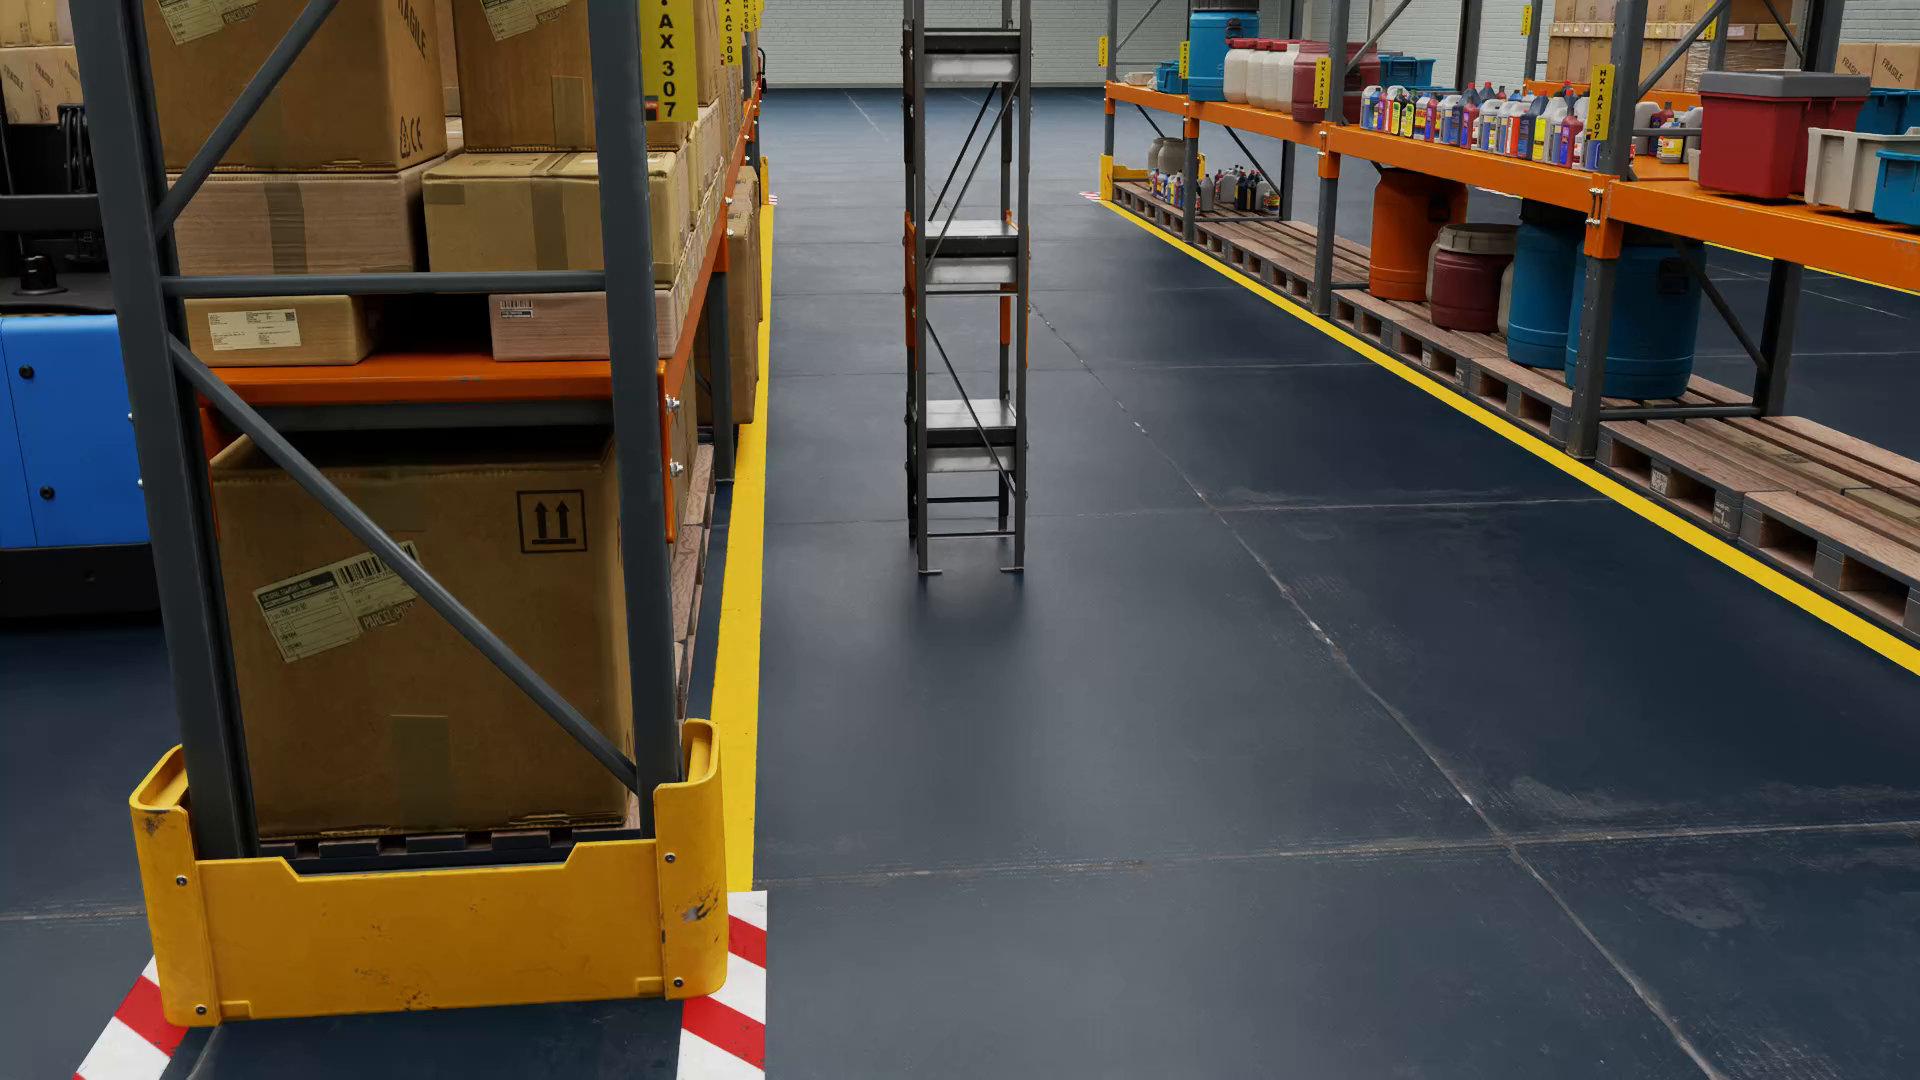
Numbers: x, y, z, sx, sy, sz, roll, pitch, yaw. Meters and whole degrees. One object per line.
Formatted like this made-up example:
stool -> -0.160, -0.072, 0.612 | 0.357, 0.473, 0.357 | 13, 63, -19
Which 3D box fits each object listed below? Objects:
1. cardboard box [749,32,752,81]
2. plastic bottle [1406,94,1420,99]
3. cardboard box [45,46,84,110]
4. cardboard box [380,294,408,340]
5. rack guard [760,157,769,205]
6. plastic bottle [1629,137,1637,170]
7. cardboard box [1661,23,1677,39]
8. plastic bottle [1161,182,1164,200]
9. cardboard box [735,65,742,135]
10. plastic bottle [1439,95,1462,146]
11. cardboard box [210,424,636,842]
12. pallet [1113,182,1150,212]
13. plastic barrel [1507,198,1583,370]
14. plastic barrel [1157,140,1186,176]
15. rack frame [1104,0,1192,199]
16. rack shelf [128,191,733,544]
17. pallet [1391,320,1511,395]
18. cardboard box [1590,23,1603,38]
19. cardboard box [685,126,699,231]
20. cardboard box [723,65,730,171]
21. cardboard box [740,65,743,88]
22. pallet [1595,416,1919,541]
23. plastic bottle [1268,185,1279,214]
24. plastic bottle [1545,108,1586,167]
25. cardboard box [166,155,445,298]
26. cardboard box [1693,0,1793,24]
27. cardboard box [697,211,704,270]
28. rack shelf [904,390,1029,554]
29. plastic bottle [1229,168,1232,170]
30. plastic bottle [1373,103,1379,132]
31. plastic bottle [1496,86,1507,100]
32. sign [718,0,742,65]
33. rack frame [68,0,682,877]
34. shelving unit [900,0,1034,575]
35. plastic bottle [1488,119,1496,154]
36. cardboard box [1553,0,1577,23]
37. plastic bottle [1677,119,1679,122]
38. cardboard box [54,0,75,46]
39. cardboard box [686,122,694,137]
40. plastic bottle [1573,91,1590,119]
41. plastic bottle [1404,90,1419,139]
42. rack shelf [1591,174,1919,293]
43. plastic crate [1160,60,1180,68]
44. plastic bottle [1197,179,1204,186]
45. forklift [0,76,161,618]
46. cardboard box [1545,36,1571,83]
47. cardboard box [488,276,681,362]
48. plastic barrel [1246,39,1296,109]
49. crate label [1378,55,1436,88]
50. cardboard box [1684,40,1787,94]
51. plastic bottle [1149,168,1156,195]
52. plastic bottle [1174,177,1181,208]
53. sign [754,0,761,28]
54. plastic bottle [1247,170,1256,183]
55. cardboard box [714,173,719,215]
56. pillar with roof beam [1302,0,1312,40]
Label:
cardboard box -> -2.329, -4.394, 15.002 | 0.875, 0.500, 0.500 | -2, 18, -6
plastic bottle -> 2.811, -2.658, 10.351 | 0.097, 0.271, 0.097 | 0, 17, 0
cardboard box -> -6.809, -3.394, 12.312 | 0.500, 0.500, 0.500 | -2, 18, -6
cardboard box -> -1.499, -0.547, 3.830 | 0.380, 0.149, 0.250 | -2, 18, -5
rack guard -> -2.749, -4.045, 18.727 | 1.175, 0.500, 0.348 | -2, 18, -6
plastic bottle -> 3.168, -1.860, 7.926 | 0.097, 0.201, 0.097 | 0, 17, 0
cardboard box -> 7.188, -5.035, 16.457 | 0.380, 0.149, 0.250 | -2, 18, -6
plastic bottle -> 2.103, -3.577, 17.000 | 0.097, 0.201, 0.097 | 0, 17, 0
cardboard box -> -1.634, -2.785, 10.374 | 0.500, 0.500, 0.500 | -1, 17, -4
plastic bottle -> 2.861, -2.419, 9.580 | 0.152, 0.276, 0.135 | -2, 18, -6
cardboard box -> -1.252, 0.132, 4.096 | 0.875, 0.875, 0.875 | -2, 18, -6
pallet -> 2.303, -3.820, 18.491 | 1.003, 0.211, 1.213 | -2, 18, -6
plastic barrel -> 3.296, -1.411, 8.966 | 0.600, 0.901, 0.708 | -2, 18, -6
plastic barrel -> 2.366, -4.084, 18.129 | 0.421, 0.512, 0.421 | 0, 17, 0
rack frame -> 2.170, -5.413, 18.912 | 1.000, 3.000, 0.127 | -2, 18, -6
rack shelf -> -1.312, -0.746, 5.247 | 1.077, 0.370, 4.000 | -2, 18, -6
pallet -> 3.241, -1.103, 9.839 | 1.003, 0.211, 1.213 | -2, 18, -6
cardboard box -> 7.032, -5.491, 17.911 | 0.380, 0.149, 0.250 | -2, 18, -7
cardboard box -> -0.996, -1.020, 4.671 | 0.500, 0.250, 0.500 | -2, 18, -7
cardboard box -> -1.370, -2.027, 7.960 | 0.500, 0.500, 0.500 | -2, 18, -6
cardboard box -> -1.875, -3.512, 12.405 | 0.500, 0.250, 0.500 | -2, 18, -7
pallet -> 3.522, -0.290, 7.248 | 1.003, 0.211, 1.213 | -2, 18, -6
plastic bottle -> 2.986, -3.238, 15.804 | 0.097, 0.271, 0.097 | 0, 17, 0
plastic bottle -> 3.008, -1.995, 8.232 | 0.152, 0.276, 0.135 | -2, 18, -6
cardboard box -> -1.420, -0.700, 3.652 | 0.500, 0.250, 0.500 | -2, 18, -7
cardboard box -> 7.458, -5.172, 15.811 | 0.700, 0.500, 0.500 | -2, 18, -5
cardboard box -> -0.950, -0.872, 4.868 | 0.380, 0.149, 0.250 | -2, 18, -6
rack shelf -> 0.017, -0.272, 6.419 | 0.431, 0.518, 0.480 | -2, 18, -6
plastic bottle -> 2.826, -3.759, 17.444 | 0.061, 0.283, 0.133 | -1, 17, -4
plastic bottle -> 2.713, -2.732, 10.702 | 0.097, 0.201, 0.097 | 0, 17, 0
plastic bottle -> 3.485, -2.798, 10.777 | 0.061, 0.283, 0.133 | -2, 18, -6
sign -> -0.967, -2.154, 6.951 | 0.100, 0.325, 0.005 | -2, 18, -6
rack frame -> -1.106, -0.493, 3.241 | 1.000, 3.000, 0.127 | -2, 18, -6
shelving unit -> 0.017, -0.952, 6.205 | 0.431, 2.100, 0.503 | -2, 18, -6
plastic bottle -> 2.903, -2.184, 8.956 | 0.097, 0.201, 0.097 | 0, 17, 0
cardboard box -> 7.138, -6.077, 18.692 | 0.700, 0.500, 0.500 | -2, 18, -5
plastic bottle -> 3.706, -2.066, 8.583 | 0.097, 0.201, 0.097 | 0, 17, 0
cardboard box -> -7.124, -4.019, 12.634 | 0.700, 0.500, 0.500 | -2, 18, -5
cardboard box -> -0.998, -1.376, 4.554 | 0.500, 0.500, 0.500 | -2, 18, -7
plastic bottle -> 3.131, -2.083, 8.386 | 0.144, 0.351, 0.185 | -2, 18, -6
plastic bottle -> 2.758, -2.587, 10.105 | 0.061, 0.283, 0.133 | -2, 18, -6
rack shelf -> 3.614, -0.899, 5.734 | 1.077, 0.370, 4.000 | -2, 18, -6
plastic crate -> 2.519, -5.203, 18.489 | 0.499, 0.251, 0.616 | -2, 18, -6
plastic bottle -> 2.355, -3.384, 16.262 | 0.152, 0.276, 0.135 | -2, 18, -6
forklift -> -3.323, -1.521, 6.629 | 1.130, 2.935, 3.031 | -3, 18, -9
cardboard box -> 7.133, -5.473, 18.937 | 0.700, 0.500, 0.500 | -2, 18, -6
cardboard box -> -0.815, -0.489, 3.648 | 0.380, 0.149, 0.250 | -2, 17, -5
plastic barrel -> 2.539, -3.776, 13.470 | 0.433, 0.535, 0.433 | 0, 17, 0
crate label -> 3.162, -3.351, 12.284 | 0.502, 0.435, 0.616 | -2, 18, -6
cardboard box -> 7.458, -4.553, 16.006 | 0.700, 0.500, 0.500 | -2, 18, -7
plastic bottle -> 2.047, -3.772, 17.504 | 0.097, 0.271, 0.097 | 0, 17, 0
plastic bottle -> 2.152, -3.423, 16.373 | 0.061, 0.283, 0.133 | -1, 17, -2
sign -> -1.792, -4.639, 14.513 | 0.100, 0.325, 0.005 | -2, 18, -6
plastic bottle -> 2.893, -3.477, 16.433 | 0.144, 0.351, 0.185 | -3, 18, -8
cardboard box -> -1.082, -1.255, 6.085 | 0.380, 0.149, 0.250 | -1, 17, -5
pillar with roof beam -> 5.581, -17.205, 46.456 | 9.100, 9.000, 0.400 | -2, 18, -6
